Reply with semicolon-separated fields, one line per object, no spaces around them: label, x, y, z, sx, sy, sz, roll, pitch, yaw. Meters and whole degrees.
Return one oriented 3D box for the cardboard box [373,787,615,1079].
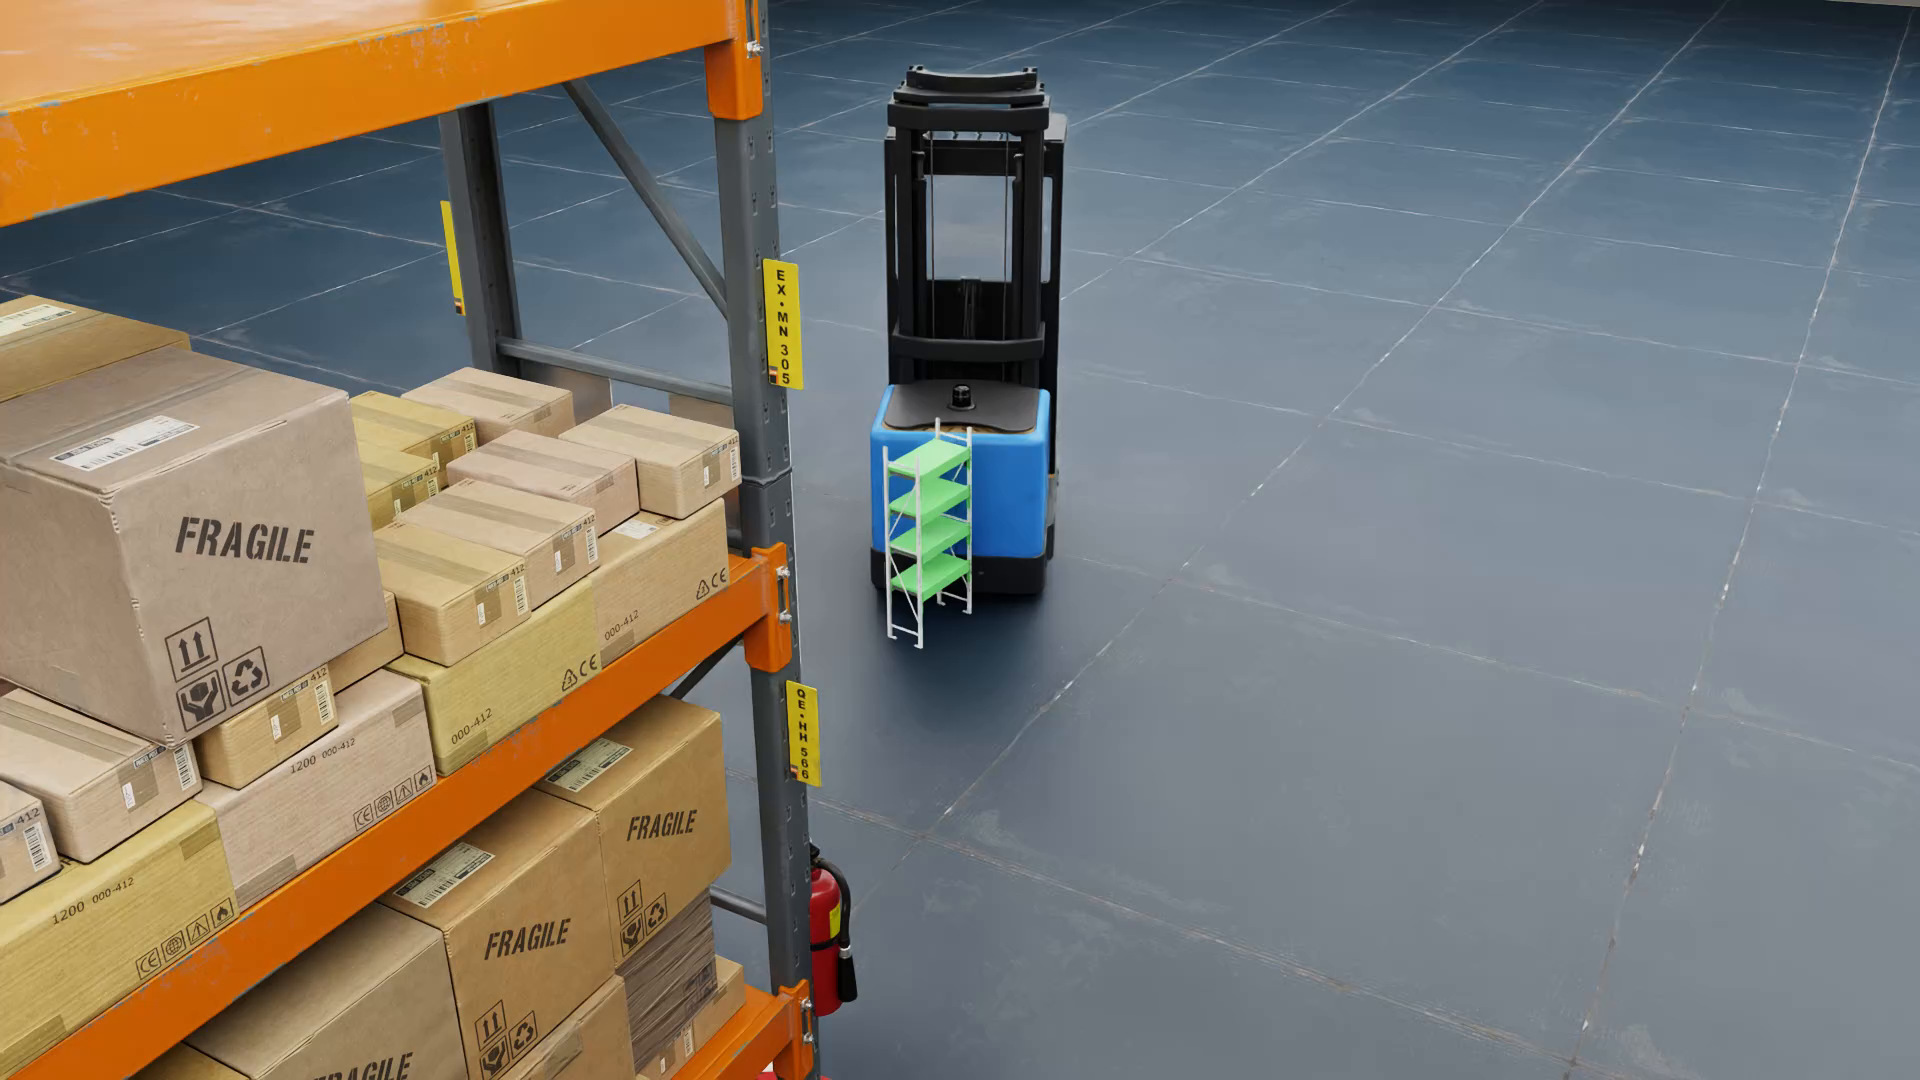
cardboard box;-1.208;0.915;4.011;0.500;0.500;0.500;14;30;26

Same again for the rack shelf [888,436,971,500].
rack shelf;-0.178;-0.406;9.285;0.258;0.148;0.480;18;32;31

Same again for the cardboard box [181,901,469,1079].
cardboard box;-1.456;1.109;3.623;0.500;0.500;0.500;14;30;26

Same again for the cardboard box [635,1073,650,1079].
cardboard box;-1.073;1.550;4.584;0.380;0.149;0.250;14;30;26

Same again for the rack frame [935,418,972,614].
rack frame;-0.036;-0.127;9.652;0.240;1.200;0.015;18;32;31

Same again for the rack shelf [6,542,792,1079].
rack shelf;-1.895;0.834;3.185;1.077;0.370;4.000;14;30;26

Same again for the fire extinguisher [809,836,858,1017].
fire extinguisher;-0.454;1.166;5.156;0.296;0.674;0.183;14;30;26

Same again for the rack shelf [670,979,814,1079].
rack shelf;-1.895;2.176;3.856;1.077;0.370;4.000;14;30;26

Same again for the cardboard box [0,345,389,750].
cardboard box;-1.453;-0.008;3.062;0.500;0.500;0.500;14;30;26

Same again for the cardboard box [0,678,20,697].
cardboard box;-2.000;0.285;3.200;0.380;0.149;0.250;14;30;26

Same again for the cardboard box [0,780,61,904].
cardboard box;-1.745;0.498;2.776;0.380;0.149;0.250;15;30;27

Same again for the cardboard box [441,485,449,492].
cardboard box;-1.373;-0.069;4.353;0.500;0.250;0.500;15;30;28

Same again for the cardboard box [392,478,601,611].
cardboard box;-1.045;0.005;3.760;0.380;0.149;0.250;13;29;24

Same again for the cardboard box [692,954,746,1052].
cardboard box;-0.872;1.343;4.996;0.380;0.149;0.250;14;30;26

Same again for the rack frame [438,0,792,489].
rack frame;-0.911;-1.608;3.909;1.000;3.000;0.127;14;30;26

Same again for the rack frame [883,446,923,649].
rack frame;-0.317;0.055;9.298;0.240;1.200;0.015;18;32;31

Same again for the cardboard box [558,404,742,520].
cardboard box;-0.776;-0.201;4.172;0.380;0.149;0.250;14;30;26

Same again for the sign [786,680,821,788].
sign;-0.438;0.546;4.663;0.100;0.325;0.005;14;30;26

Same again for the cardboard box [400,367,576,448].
cardboard box;-1.248;-0.322;4.413;0.380;0.149;0.250;14;30;26

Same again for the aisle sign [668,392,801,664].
aisle sign;-0.619;-0.046;4.587;0.394;0.787;0.004;14;30;26

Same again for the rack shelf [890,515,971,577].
rack shelf;-0.176;0.021;9.504;0.258;0.148;0.480;18;32;31

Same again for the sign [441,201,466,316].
sign;-1.384;-0.777;4.624;0.100;0.325;0.005;14;30;26

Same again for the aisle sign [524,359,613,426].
aisle sign;-1.142;-0.178;4.851;0.394;0.787;0.004;14;30;26

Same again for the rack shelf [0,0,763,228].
rack shelf;-1.895;-0.505;2.514;1.077;0.370;4.000;14;30;26

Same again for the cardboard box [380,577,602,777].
cardboard box;-1.170;0.239;3.737;0.500;0.250;0.500;14;30;26

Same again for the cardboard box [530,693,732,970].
cardboard box;-0.967;0.719;4.403;0.500;0.500;0.500;14;30;26

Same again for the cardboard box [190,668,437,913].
cardboard box;-1.430;0.437;3.342;0.500;0.250;0.500;15;30;27

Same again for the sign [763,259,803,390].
sign;-0.438;-0.533;4.123;0.100;0.325;0.005;14;30;26

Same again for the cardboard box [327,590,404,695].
cardboard box;-1.378;0.177;3.416;0.380;0.149;0.250;15;30;27

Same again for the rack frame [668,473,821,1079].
rack frame;-0.911;1.075;5.252;1.000;3.000;0.127;14;30;26

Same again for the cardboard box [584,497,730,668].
cardboard box;-0.927;0.044;4.127;0.500;0.250;0.500;15;30;27

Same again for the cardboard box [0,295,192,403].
cardboard box;-1.877;-0.149;3.343;0.500;0.500;0.500;14;30;26

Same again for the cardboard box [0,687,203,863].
cardboard box;-1.598;0.401;2.969;0.380;0.149;0.250;13;29;24

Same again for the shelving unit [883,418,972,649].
shelving unit;-0.176;-0.036;9.475;0.258;1.200;0.503;18;32;31

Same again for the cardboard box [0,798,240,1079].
cardboard box;-1.673;0.634;2.948;0.500;0.250;0.500;14;30;25

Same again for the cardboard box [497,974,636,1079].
cardboard box;-1.347;1.326;4.305;0.875;0.500;0.500;14;30;26

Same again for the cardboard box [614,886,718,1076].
cardboard box;-1.206;1.105;4.747;0.875;0.500;0.500;14;30;26

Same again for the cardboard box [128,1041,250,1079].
cardboard box;-1.709;1.302;3.237;0.500;0.500;0.500;14;30;26

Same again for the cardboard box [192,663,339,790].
cardboard box;-1.422;0.304;3.162;0.380;0.149;0.250;13;29;24

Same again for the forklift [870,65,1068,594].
forklift;0.107;-1.614;10.699;1.130;2.935;3.031;2;27;4

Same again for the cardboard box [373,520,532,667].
cardboard box;-1.148;0.108;3.554;0.380;0.149;0.250;14;30;26

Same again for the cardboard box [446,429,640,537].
cardboard box;-1.006;-0.125;4.021;0.380;0.149;0.250;13;29;24

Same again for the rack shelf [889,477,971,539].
rack shelf;-0.177;-0.193;9.394;0.258;0.148;0.480;18;32;31

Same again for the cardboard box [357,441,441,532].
cardboard box;-1.477;-0.116;4.002;0.380;0.149;0.250;14;30;25

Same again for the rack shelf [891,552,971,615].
rack shelf;-0.175;0.235;9.613;0.258;0.148;0.480;18;32;31

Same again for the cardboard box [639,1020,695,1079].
cardboard box;-0.995;1.441;4.802;0.380;0.149;0.250;14;30;26

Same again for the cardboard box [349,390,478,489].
cardboard box;-1.460;-0.242;4.253;0.380;0.149;0.250;15;30;27
